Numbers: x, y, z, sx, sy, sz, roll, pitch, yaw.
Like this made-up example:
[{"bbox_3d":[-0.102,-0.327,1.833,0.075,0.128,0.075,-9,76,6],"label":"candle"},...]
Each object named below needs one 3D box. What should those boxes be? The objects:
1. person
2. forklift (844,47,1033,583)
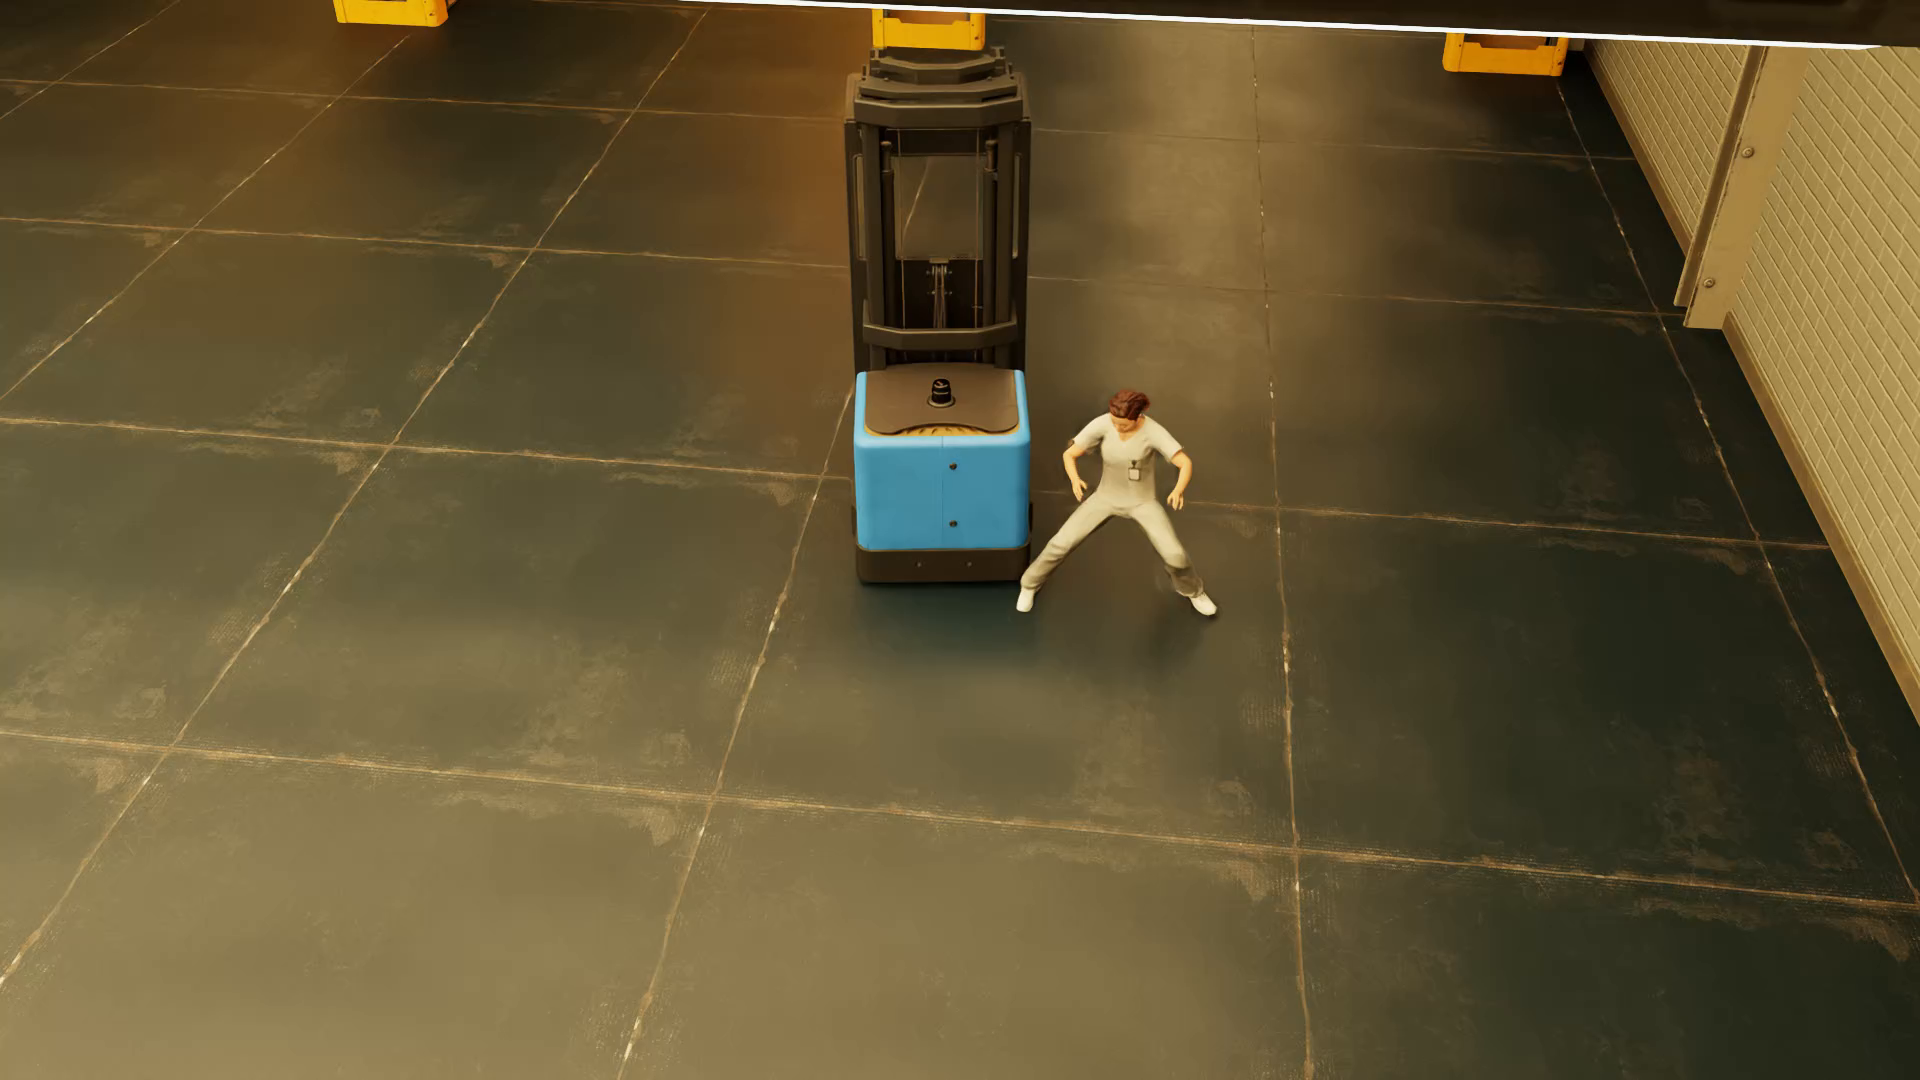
[{"bbox_3d":[0.937,-0.188,9.531,1.158,1.465,0.620,16,39,20],"label":"person"},{"bbox_3d":[-0.136,-1.767,10.428,1.130,2.935,3.031,-1,36,-1],"label":"forklift"}]
